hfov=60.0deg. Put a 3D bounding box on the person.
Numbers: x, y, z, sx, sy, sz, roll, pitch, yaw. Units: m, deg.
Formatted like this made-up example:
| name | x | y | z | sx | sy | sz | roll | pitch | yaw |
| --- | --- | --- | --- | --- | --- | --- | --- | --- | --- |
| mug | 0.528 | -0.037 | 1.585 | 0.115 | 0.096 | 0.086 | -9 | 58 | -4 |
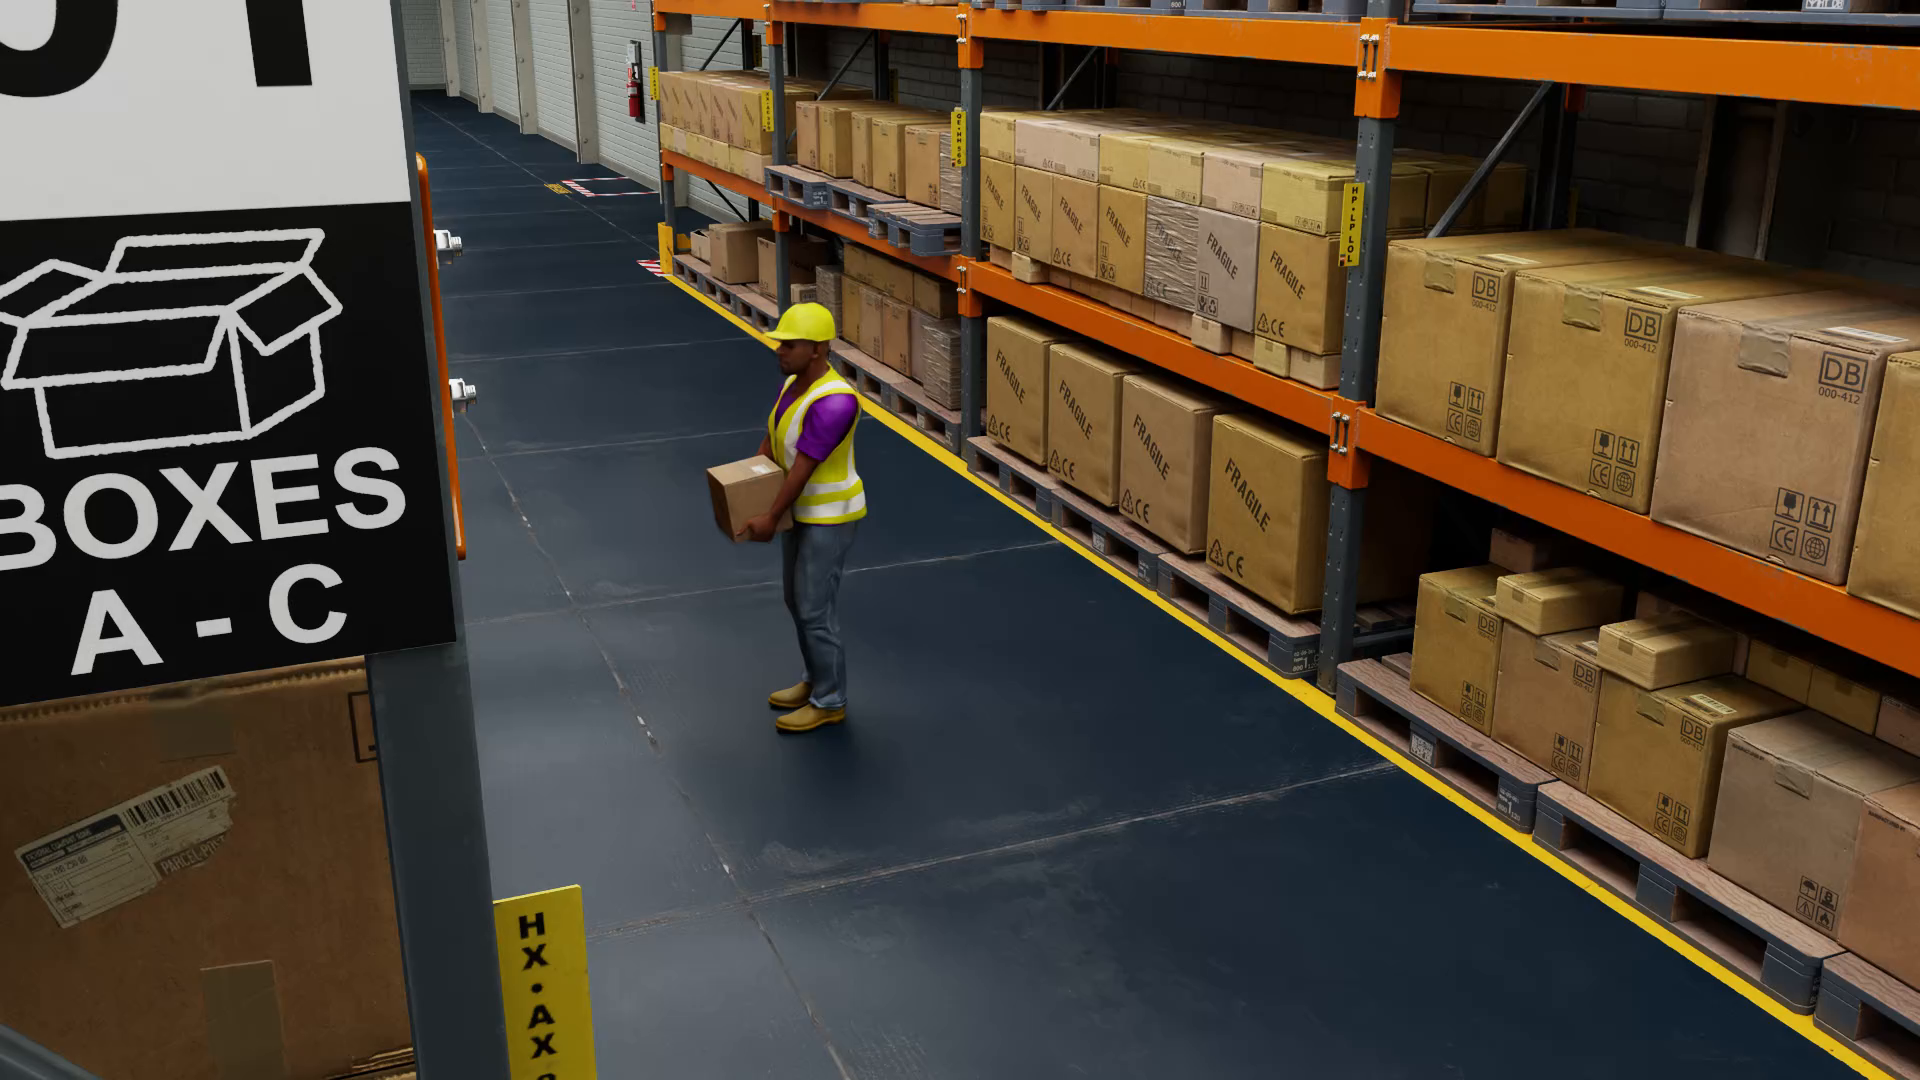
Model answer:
| name | x | y | z | sx | sy | sz | roll | pitch | yaw |
| --- | --- | --- | --- | --- | --- | --- | --- | --- | --- |
| person | -0.673 | -0.084 | 6.779 | 0.566 | 1.762 | 0.505 | -8 | 20 | -23 |
